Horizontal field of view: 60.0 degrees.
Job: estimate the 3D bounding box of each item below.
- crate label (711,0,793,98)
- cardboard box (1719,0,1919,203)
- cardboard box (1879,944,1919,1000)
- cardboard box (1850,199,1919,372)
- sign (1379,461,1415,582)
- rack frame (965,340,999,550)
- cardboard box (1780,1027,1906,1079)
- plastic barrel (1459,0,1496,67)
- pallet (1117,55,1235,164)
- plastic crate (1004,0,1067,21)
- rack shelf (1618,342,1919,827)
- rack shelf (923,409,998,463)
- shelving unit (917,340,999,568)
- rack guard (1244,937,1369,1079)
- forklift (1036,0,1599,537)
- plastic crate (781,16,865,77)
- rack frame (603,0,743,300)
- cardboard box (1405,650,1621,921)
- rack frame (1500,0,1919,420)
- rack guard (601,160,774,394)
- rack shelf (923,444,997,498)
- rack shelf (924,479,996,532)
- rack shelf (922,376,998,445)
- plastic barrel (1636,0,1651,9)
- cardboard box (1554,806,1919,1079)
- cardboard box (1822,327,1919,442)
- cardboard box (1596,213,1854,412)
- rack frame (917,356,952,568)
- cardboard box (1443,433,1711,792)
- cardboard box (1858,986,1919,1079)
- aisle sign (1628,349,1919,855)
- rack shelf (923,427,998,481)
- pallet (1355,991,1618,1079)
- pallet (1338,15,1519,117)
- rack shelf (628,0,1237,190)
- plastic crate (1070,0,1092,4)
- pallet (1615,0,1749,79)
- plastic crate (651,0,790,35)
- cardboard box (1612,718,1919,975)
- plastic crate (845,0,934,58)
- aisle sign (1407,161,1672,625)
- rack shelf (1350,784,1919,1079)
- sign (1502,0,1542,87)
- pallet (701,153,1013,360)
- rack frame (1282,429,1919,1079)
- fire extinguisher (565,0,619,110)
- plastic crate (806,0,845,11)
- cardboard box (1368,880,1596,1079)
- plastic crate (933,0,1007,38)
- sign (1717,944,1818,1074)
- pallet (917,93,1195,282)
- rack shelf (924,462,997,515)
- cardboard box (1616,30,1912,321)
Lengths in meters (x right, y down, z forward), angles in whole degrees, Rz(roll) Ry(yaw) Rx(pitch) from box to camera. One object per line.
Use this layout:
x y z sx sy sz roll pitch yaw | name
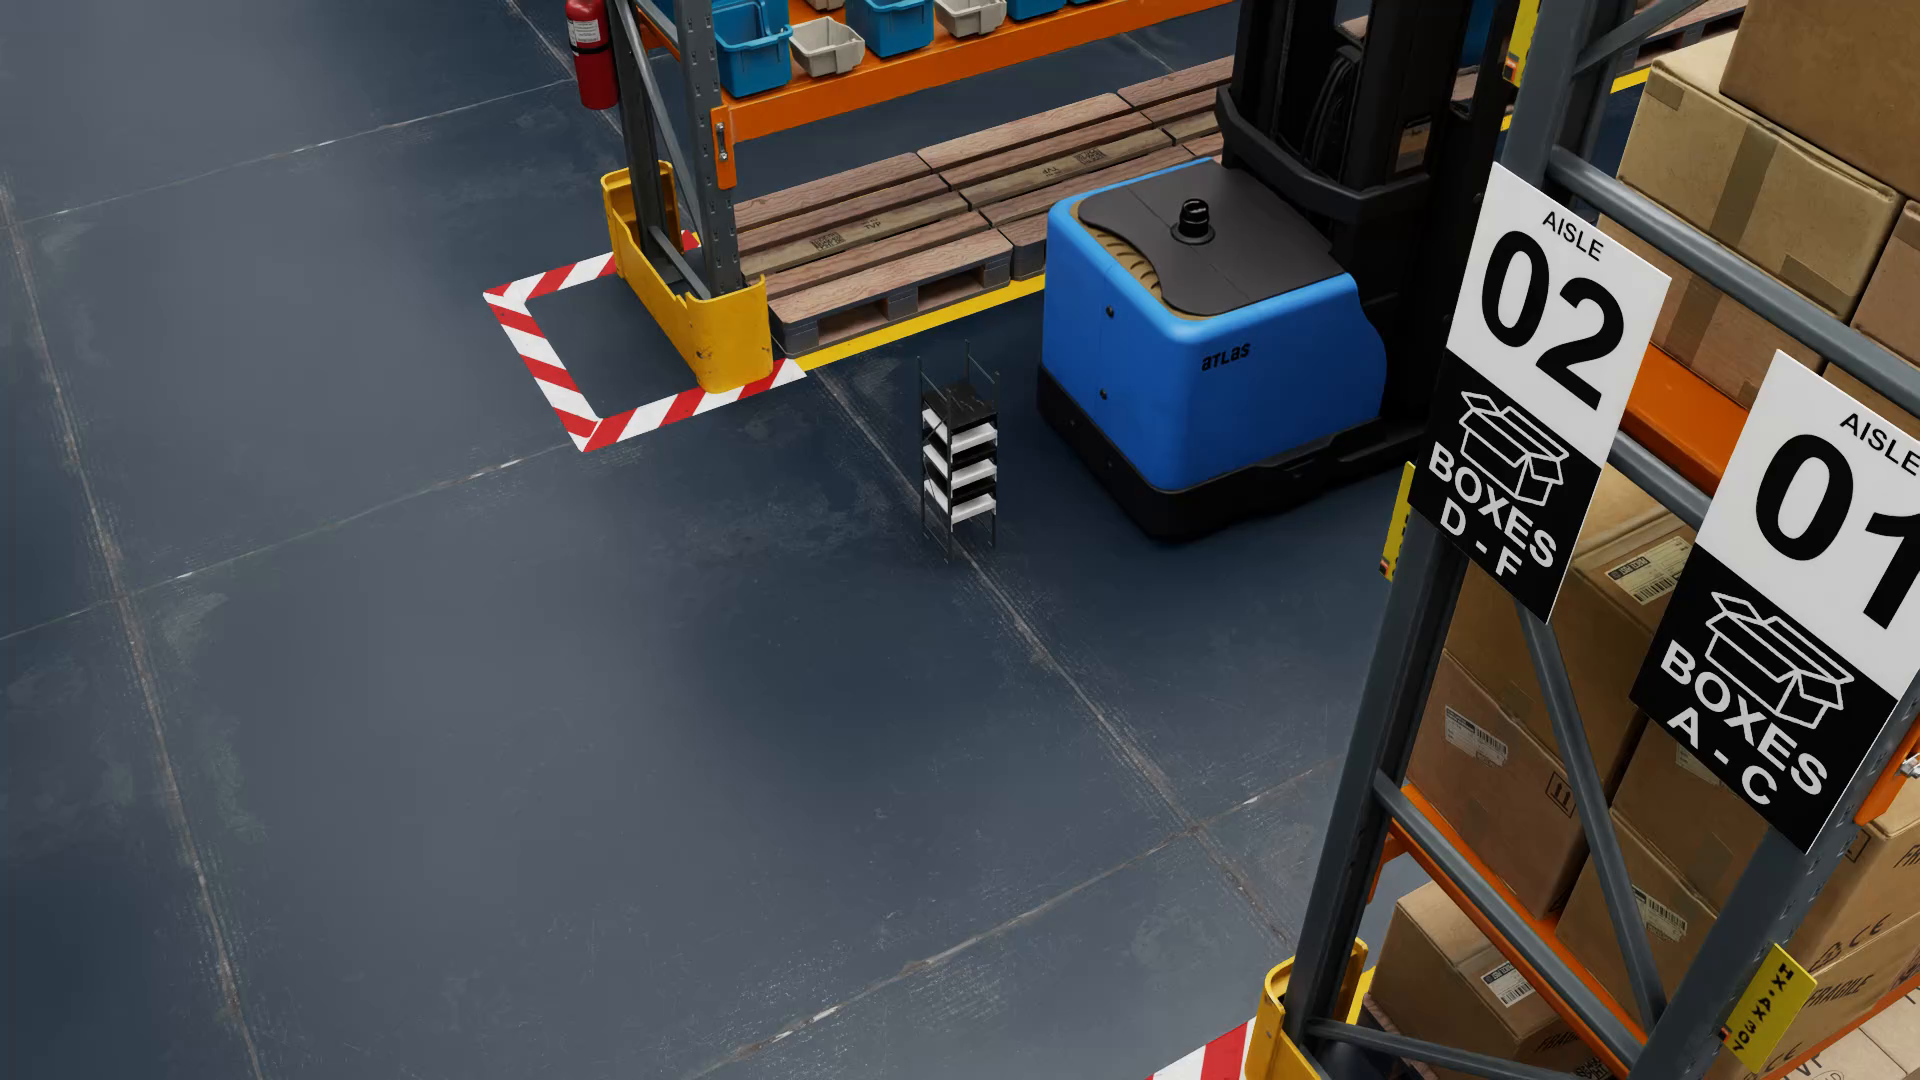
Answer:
-0.868 -1.989 6.722 0.303 0.233 0.416 -22 48 -21 | crate label
1.655 -0.807 2.484 0.500 0.500 0.700 -22 48 -21 | cardboard box
2.179 0.639 3.866 0.500 0.500 0.500 -22 48 -21 | cardboard box
1.793 -0.371 2.573 0.500 0.250 0.500 -22 48 -21 | cardboard box
0.959 -0.019 3.557 0.005 0.325 0.100 -22 48 -21 | sign
0.081 -0.355 6.470 0.006 0.900 0.240 -22 48 -21 | rack frame
2.264 1.490 4.719 0.500 0.250 0.500 -22 48 -21 | cardboard box
2.702 -3.104 9.000 0.708 0.901 0.600 -22 48 -21 | plastic barrel
1.603 -2.249 8.916 1.213 0.211 1.003 -22 48 -21 | pallet
0.273 -2.445 7.193 0.300 0.233 0.416 -22 48 -21 | plastic crate
2.952 -0.660 3.639 4.000 0.370 1.077 -22 48 -21 | rack shelf
-0.007 -0.425 6.332 0.200 0.077 0.258 -22 48 -21 | rack shelf
-0.007 -0.320 6.434 0.210 0.900 0.258 -22 48 -21 | shelving unit
1.284 1.723 4.616 0.348 0.500 1.175 -22 48 -21 | rack guard
1.881 -1.798 6.498 3.031 2.935 1.130 -20 48 -19 | forklift
-0.549 -2.015 6.819 0.298 0.136 0.250 -22 48 -21 | plastic crate
-1.247 -2.140 6.802 0.127 3.000 1.000 -22 48 -21 | rack frame
1.471 0.497 4.013 0.500 0.500 0.500 -20 48 -20 | cardboard box
1.218 -1.301 1.629 0.127 3.000 1.000 -22 48 -21 | rack frame
-1.261 -1.227 7.655 0.348 0.500 1.175 -22 48 -21 | rack guard
-0.007 -0.296 6.457 0.200 0.077 0.258 -22 48 -21 | rack shelf
-0.007 -0.167 6.582 0.200 0.077 0.258 -22 48 -21 | rack shelf
-0.007 -0.490 6.269 0.200 0.077 0.258 -22 48 -21 | rack shelf
3.850 -3.352 9.535 0.421 0.512 0.421 0 44 0 | plastic barrel
1.734 0.822 3.678 0.500 0.500 0.500 -21 48 -20 | cardboard box
1.790 -0.195 2.751 0.500 0.250 0.500 -22 48 -21 | cardboard box
1.532 -0.508 3.073 0.500 0.250 0.500 -22 48 -21 | cardboard box
-0.095 -0.285 6.397 0.006 0.900 0.240 -22 48 -21 | rack frame
1.467 0.137 3.665 0.500 0.500 0.500 -22 48 -21 | cardboard box
2.698 1.317 4.898 0.500 0.250 0.500 -22 48 -21 | cardboard box
1.305 0.120 2.606 0.004 0.787 0.394 -22 48 -21 | aisle sign
-0.007 -0.361 6.394 0.200 0.077 0.258 -22 48 -21 | rack shelf
1.975 1.549 5.002 1.213 0.211 1.003 -22 48 -21 | pallet
2.912 -2.770 9.453 1.213 0.211 1.003 -22 48 -21 | pallet
0.488 -2.576 7.767 4.000 0.370 1.077 -22 48 -21 | rack shelf
0.533 -2.550 7.300 0.300 0.233 0.416 -22 48 -21 | plastic crate
3.971 -3.196 9.892 1.213 0.211 1.003 -22 48 -21 | pallet
-1.049 -2.403 7.004 0.499 0.435 0.616 -22 48 -21 | plastic crate
1.734 0.463 3.330 0.500 0.500 0.500 -20 48 -20 | cardboard box
-0.298 -2.217 6.958 0.300 0.233 0.416 -22 48 -21 | plastic crate
1.006 -0.242 2.979 0.004 0.787 0.394 -22 48 -21 | aisle sign
2.952 0.416 4.684 4.000 0.370 1.077 -22 48 -21 | rack shelf
0.959 -0.884 2.718 0.005 0.325 0.100 -22 48 -21 | sign
-0.512 -1.402 8.043 1.213 0.211 1.003 -22 48 -21 | pallet
1.218 0.852 3.718 0.127 3.000 1.000 -22 48 -21 | rack frame
-1.604 -2.201 7.187 0.183 0.674 0.296 -22 48 -21 | fire extinguisher
-0.630 -2.459 7.277 0.243 0.136 0.396 -22 48 -21 | plastic crate
1.567 1.254 4.783 0.500 0.500 0.500 -22 48 -21 | cardboard box
0.039 -2.251 7.062 0.298 0.136 0.250 -22 48 -21 | plastic crate
1.488 0.869 3.079 0.005 0.325 0.100 -22 48 -21 | sign
0.544 -1.823 8.477 1.213 0.211 1.003 -22 48 -21 | pallet
-0.007 -0.232 6.520 0.200 0.077 0.258 -22 48 -21 | rack shelf
1.536 -0.682 2.894 0.500 0.250 0.500 -22 48 -21 | cardboard box
